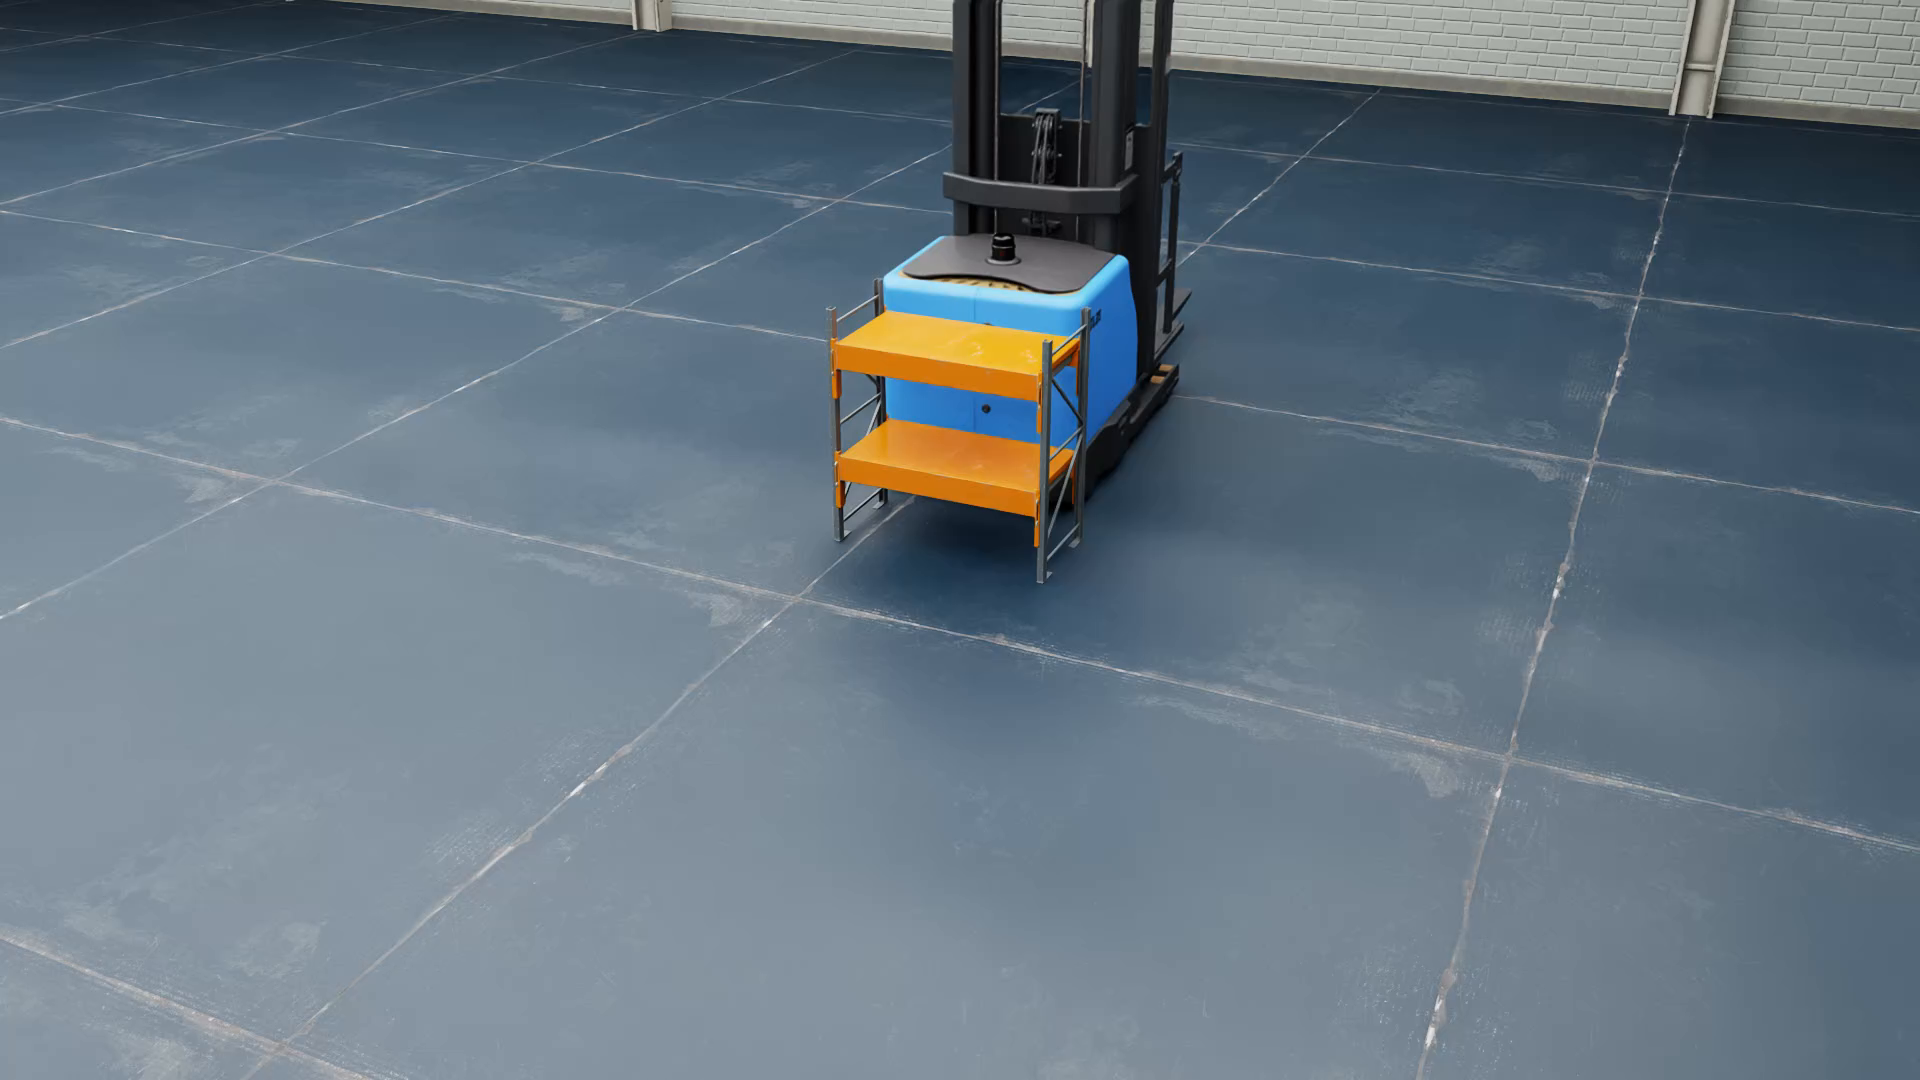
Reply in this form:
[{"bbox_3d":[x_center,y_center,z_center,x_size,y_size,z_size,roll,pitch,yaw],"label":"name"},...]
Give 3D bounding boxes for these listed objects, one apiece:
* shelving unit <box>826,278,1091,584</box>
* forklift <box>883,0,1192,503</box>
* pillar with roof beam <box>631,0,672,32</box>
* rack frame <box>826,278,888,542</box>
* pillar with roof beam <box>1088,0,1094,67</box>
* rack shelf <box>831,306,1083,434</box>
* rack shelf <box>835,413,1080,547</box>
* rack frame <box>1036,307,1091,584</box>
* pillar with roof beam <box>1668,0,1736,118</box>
[{"bbox_3d":[-0.006,-0.506,7.504,1.048,1.125,0.538,11,28,22],"label":"shelving unit"},{"bbox_3d":[0.603,-2.121,8.741,1.130,2.935,3.031,9,28,19],"label":"forklift"},{"bbox_3d":[-5.588,-8.652,15.135,0.400,9.000,9.100,11,28,22],"label":"pillar with roof beam"},{"bbox_3d":[-0.469,-0.599,7.693,0.032,1.125,0.500,11,28,22],"label":"rack frame"},{"bbox_3d":[-0.126,-7.555,12.906,0.400,9.000,9.100,11,28,22],"label":"pillar with roof beam"},{"bbox_3d":[-0.006,-0.768,7.375,1.000,0.278,0.538,11,28,22],"label":"rack shelf"},{"bbox_3d":[-0.006,-0.287,7.612,1.000,0.278,0.538,11,28,22],"label":"rack shelf"},{"bbox_3d":[0.457,-0.413,7.315,0.032,1.125,0.500,11,28,22],"label":"rack frame"},{"bbox_3d":[5.335,-6.457,10.678,0.400,9.000,9.100,11,28,22],"label":"pillar with roof beam"}]
